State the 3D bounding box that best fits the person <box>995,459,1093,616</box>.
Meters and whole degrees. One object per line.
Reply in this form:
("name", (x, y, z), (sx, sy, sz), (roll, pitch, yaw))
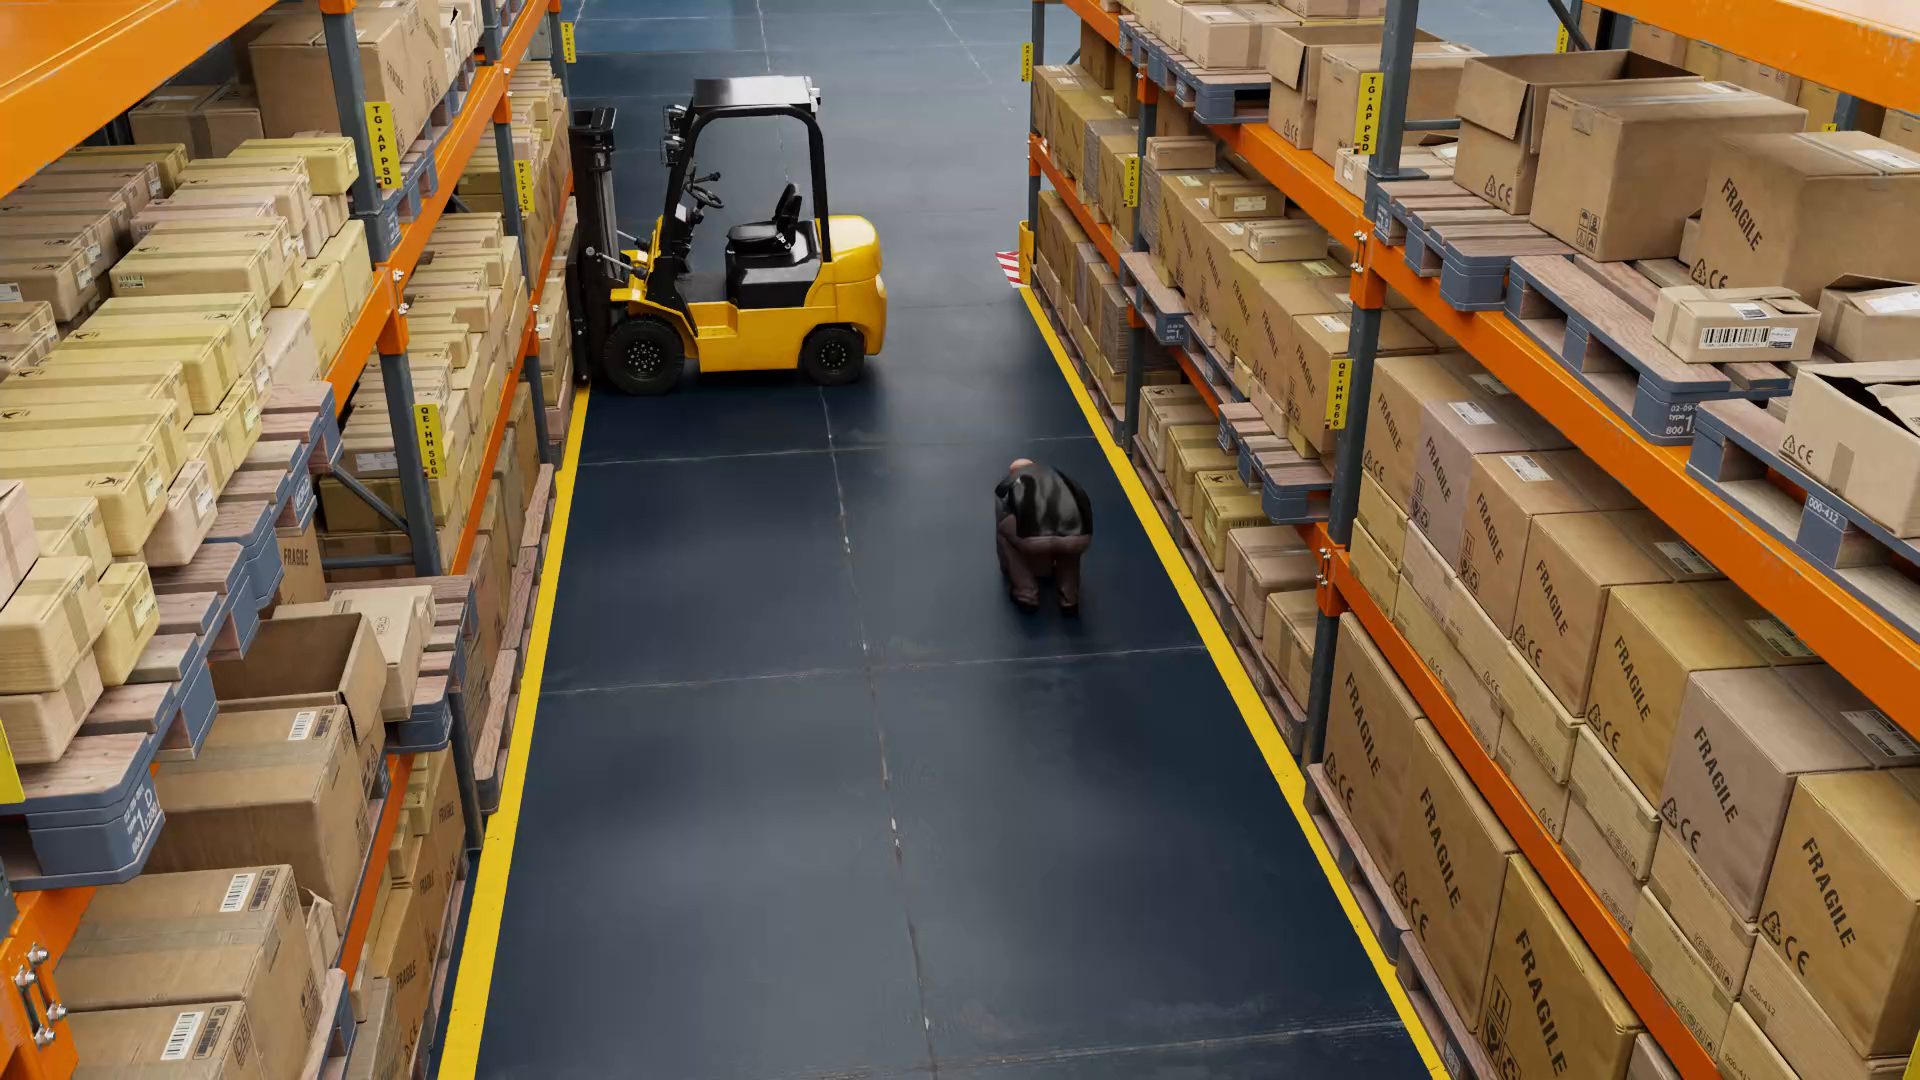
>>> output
("person", (0.473, -0.044, 9.735), (0.500, 0.847, 0.951), (-4, 27, -9))
